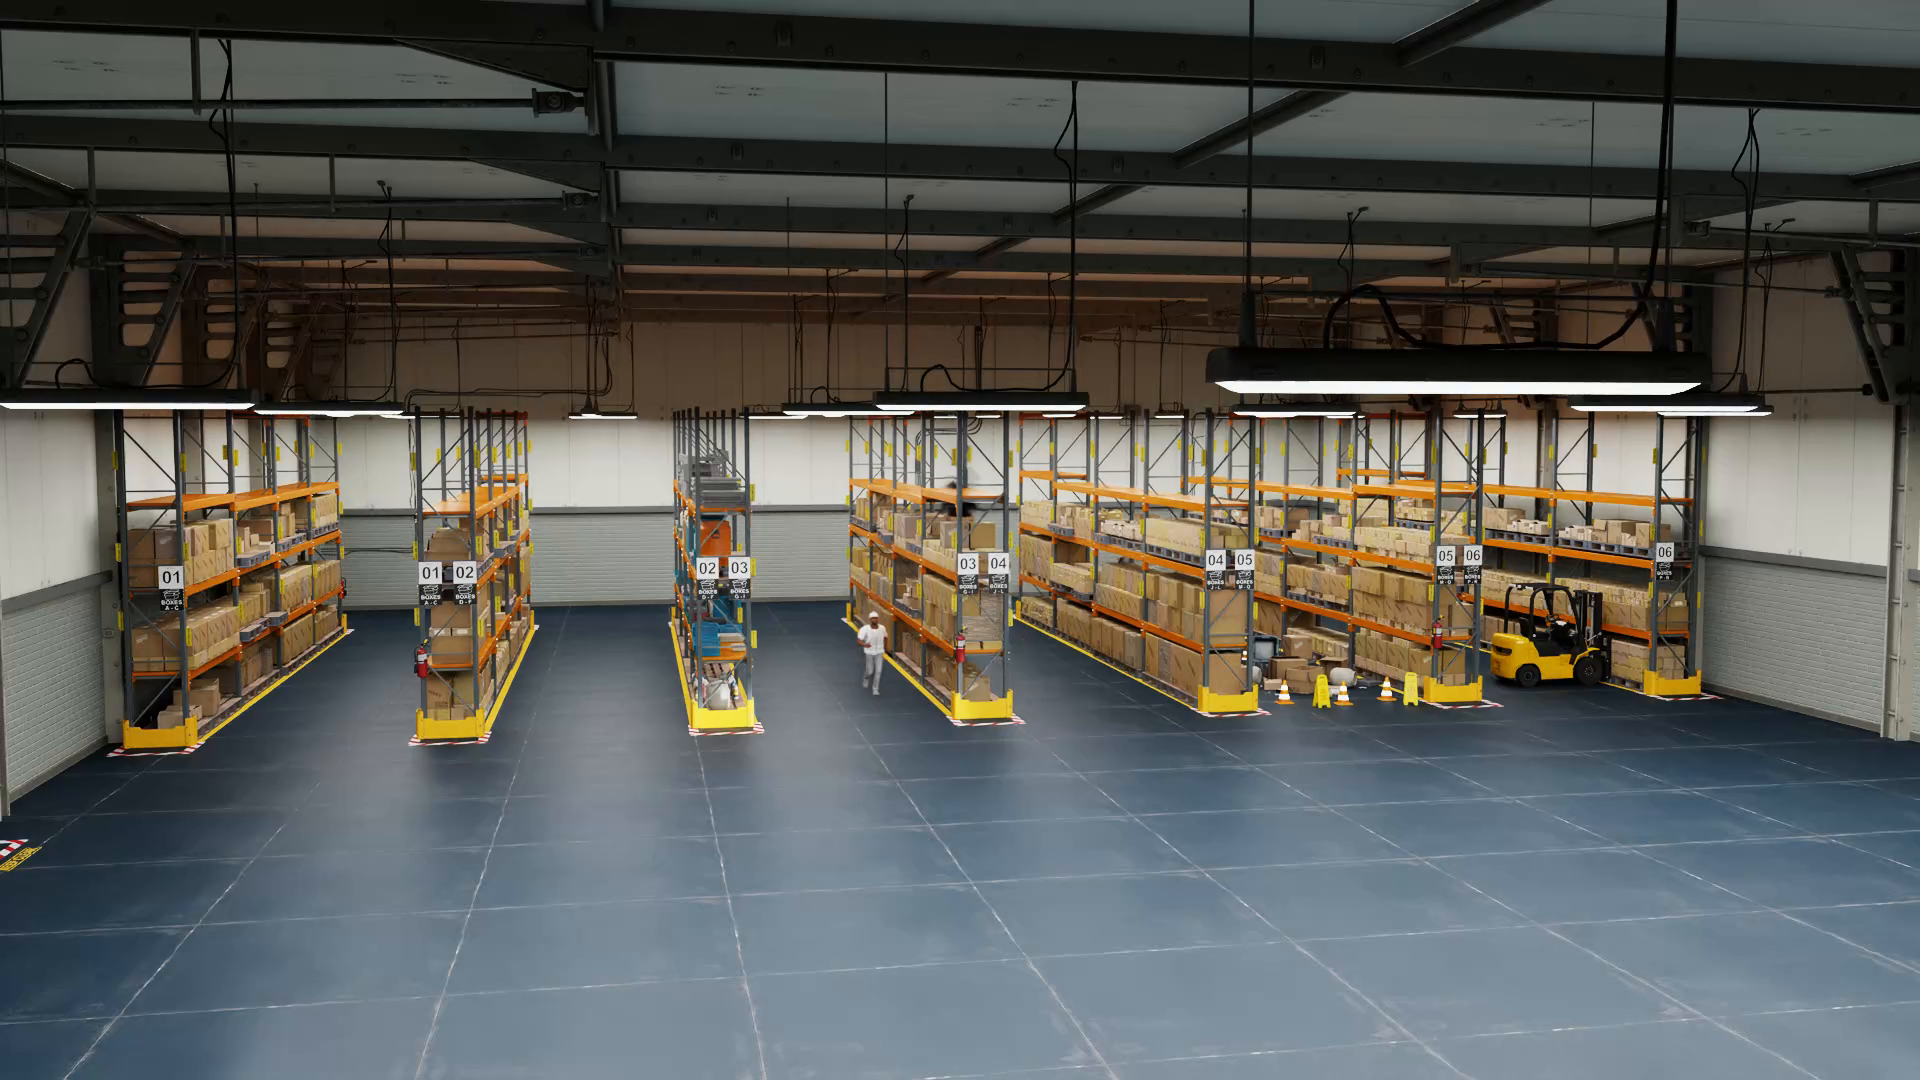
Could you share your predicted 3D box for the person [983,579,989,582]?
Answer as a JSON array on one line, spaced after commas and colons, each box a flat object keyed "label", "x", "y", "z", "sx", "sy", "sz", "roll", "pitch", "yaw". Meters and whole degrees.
[{"label": "person", "x": 0.815, "y": 1.545, "z": 47.185, "sx": 0.601, "sy": 1.687, "sz": 0.654, "roll": 0, "pitch": 4, "yaw": 0}]

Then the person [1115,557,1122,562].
[{"label": "person", "x": 4.775, "y": 1.335, "z": 50.301, "sx": 0.588, "sy": 1.620, "sz": 0.561, "roll": -1, "pitch": 4, "yaw": -13}]

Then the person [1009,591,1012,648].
[{"label": "person", "x": 1.075, "y": 1.851, "z": 42.443, "sx": 0.612, "sy": 1.747, "sz": 0.806, "roll": -1, "pitch": 4, "yaw": -16}]

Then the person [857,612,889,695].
[{"label": "person", "x": -1.820, "y": 2.367, "z": 34.921, "sx": 0.708, "sy": 1.732, "sz": 0.733, "roll": -1, "pitch": 4, "yaw": -19}]
